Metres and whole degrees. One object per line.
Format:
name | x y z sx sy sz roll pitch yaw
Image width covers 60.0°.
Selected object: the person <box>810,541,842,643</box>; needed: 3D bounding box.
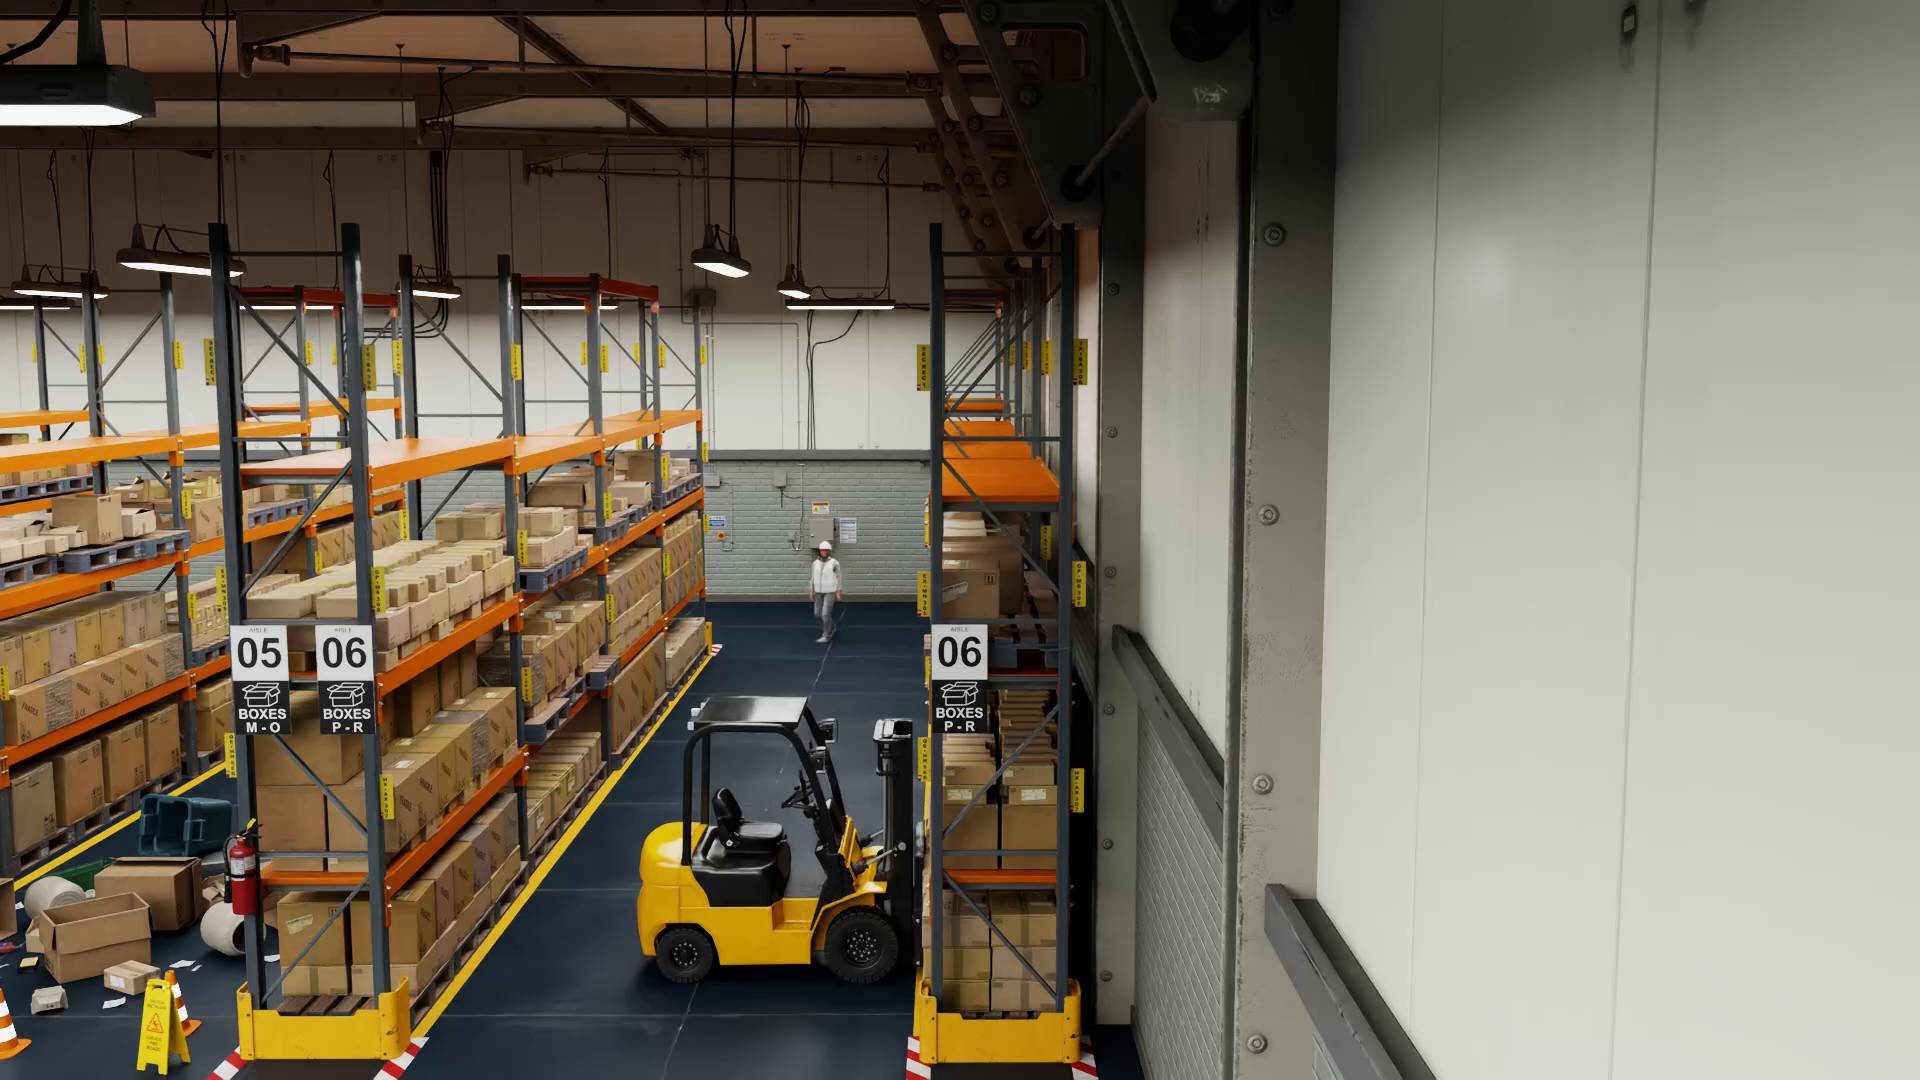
person | -2.330 0.906 29.161 0.579 1.773 0.633 5 8 34
